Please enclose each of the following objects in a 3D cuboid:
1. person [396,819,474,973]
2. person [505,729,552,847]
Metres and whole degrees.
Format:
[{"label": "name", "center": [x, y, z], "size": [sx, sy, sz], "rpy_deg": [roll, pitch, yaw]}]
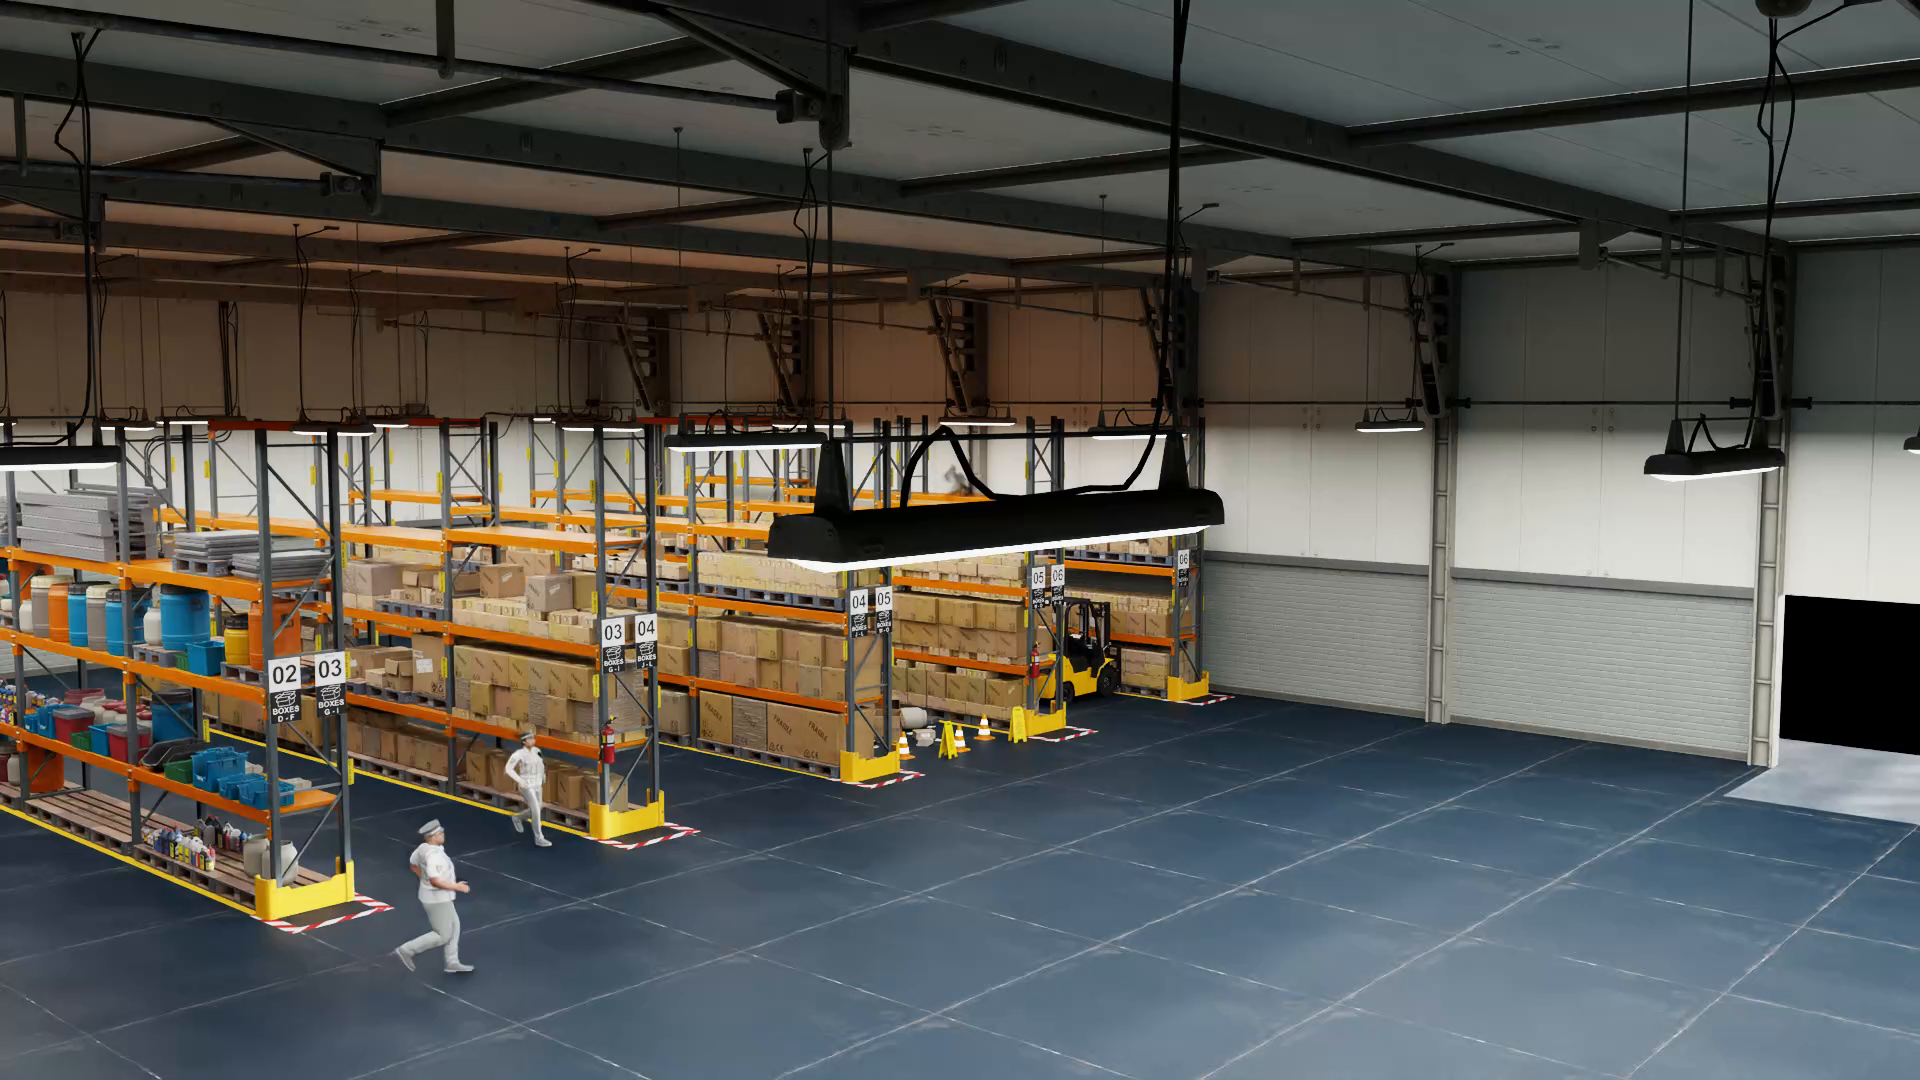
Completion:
[{"label": "person", "center": [-5.790, 3.942, 18.272], "size": [0.849, 1.769, 0.670], "rpy_deg": [-2, 5, -28]}, {"label": "person", "center": [-6.152, 3.514, 23.719], "size": [0.793, 1.657, 0.620], "rpy_deg": [3, 6, 33]}]
